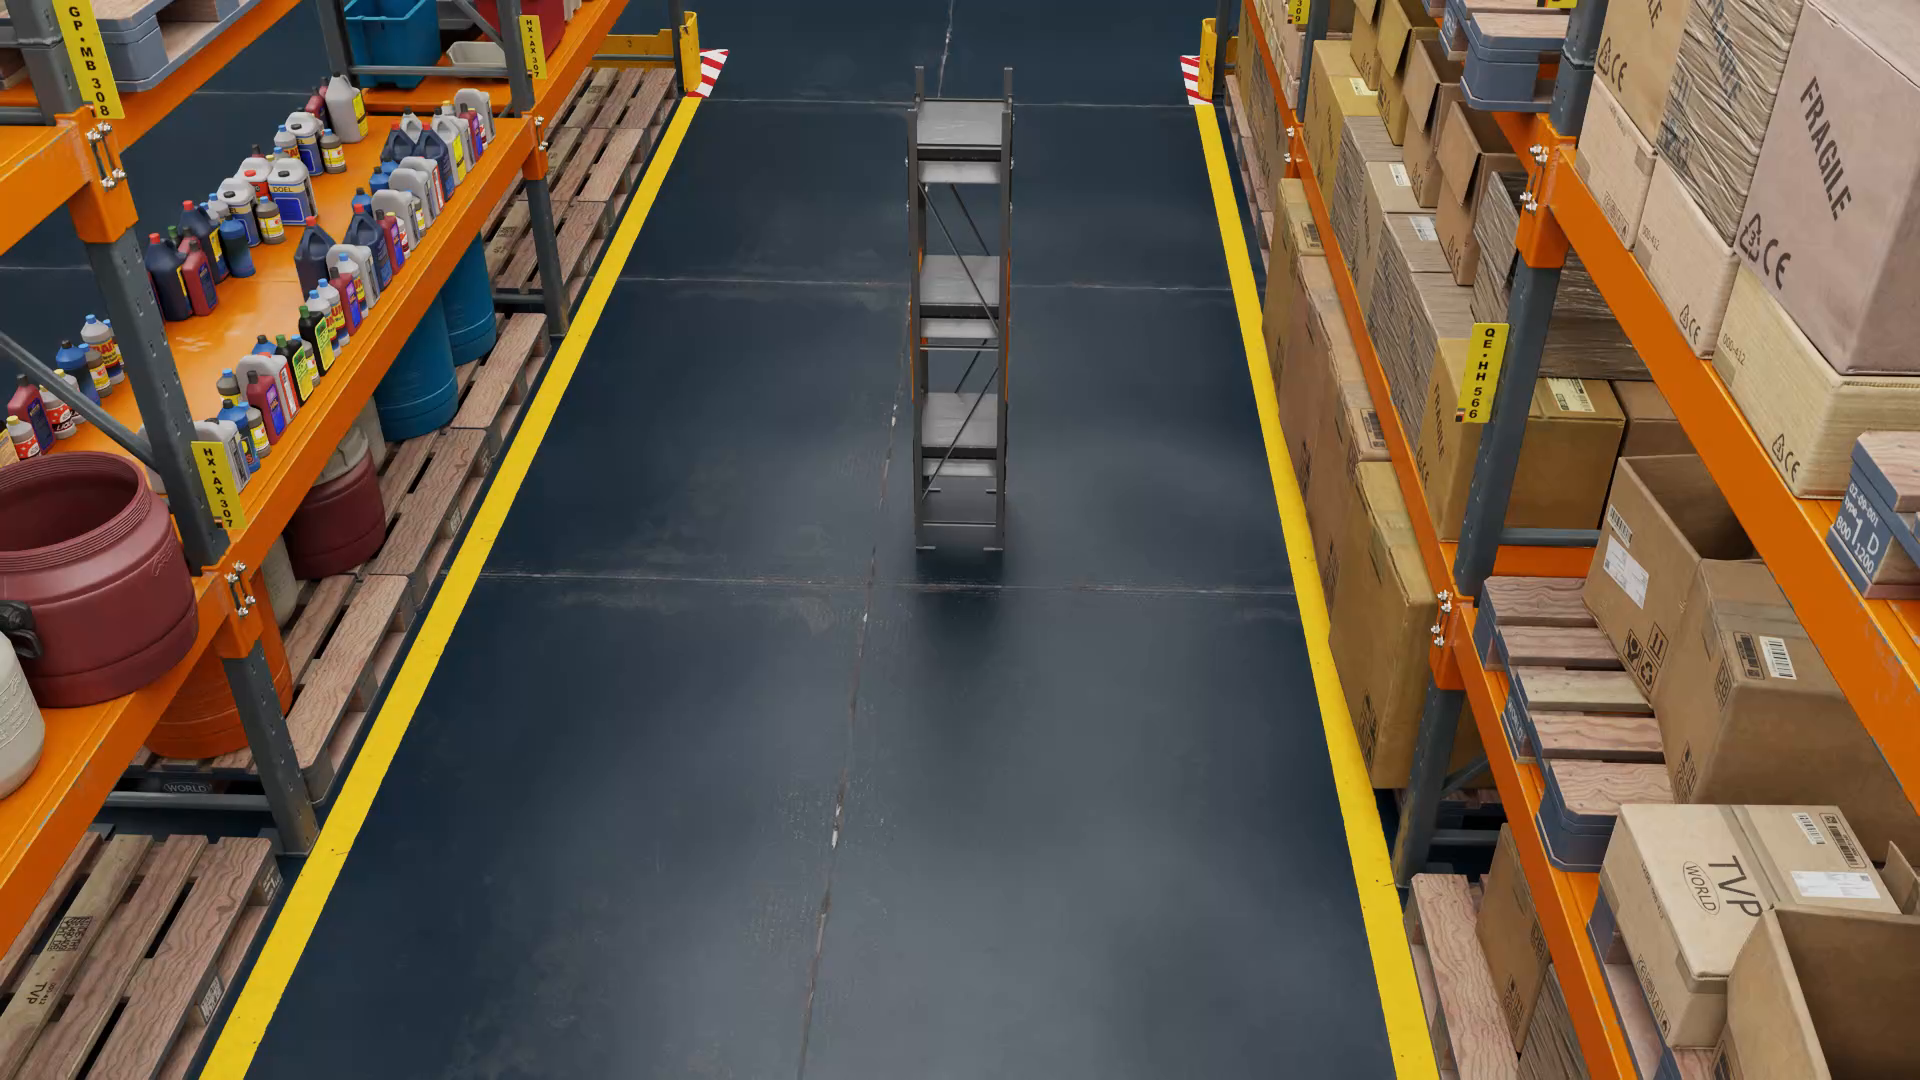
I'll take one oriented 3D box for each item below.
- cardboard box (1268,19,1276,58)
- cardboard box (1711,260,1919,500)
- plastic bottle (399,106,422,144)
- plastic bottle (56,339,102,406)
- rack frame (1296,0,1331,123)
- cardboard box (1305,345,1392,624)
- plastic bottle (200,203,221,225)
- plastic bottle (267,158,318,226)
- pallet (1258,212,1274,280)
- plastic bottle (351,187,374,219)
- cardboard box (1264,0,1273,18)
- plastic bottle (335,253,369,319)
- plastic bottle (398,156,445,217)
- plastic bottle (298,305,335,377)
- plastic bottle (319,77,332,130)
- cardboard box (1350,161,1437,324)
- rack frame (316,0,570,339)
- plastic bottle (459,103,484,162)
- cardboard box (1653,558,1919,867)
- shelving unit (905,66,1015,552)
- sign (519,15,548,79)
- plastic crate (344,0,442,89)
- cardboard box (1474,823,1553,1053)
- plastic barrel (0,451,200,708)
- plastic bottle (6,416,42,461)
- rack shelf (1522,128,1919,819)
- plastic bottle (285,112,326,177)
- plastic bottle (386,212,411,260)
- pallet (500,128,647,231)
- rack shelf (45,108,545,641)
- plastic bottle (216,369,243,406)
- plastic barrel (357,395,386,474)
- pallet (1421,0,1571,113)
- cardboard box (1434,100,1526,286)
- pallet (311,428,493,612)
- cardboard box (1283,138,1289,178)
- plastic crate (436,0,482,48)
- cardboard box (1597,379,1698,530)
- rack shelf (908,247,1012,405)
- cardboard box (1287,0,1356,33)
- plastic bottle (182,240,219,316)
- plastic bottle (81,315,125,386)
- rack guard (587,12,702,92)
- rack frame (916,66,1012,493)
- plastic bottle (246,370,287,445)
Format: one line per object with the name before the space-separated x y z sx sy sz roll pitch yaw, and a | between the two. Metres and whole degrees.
cardboard box | 1.942 -2.818 9.369 0.380 0.149 0.250 2 35 3
cardboard box | 1.761 -0.308 3.101 0.500 0.250 0.500 2 35 3
plastic bottle | -2.576 -1.856 7.826 0.144 0.351 0.185 1 35 2
plastic bottle | -3.253 -0.611 6.122 0.097 0.271 0.097 0 35 0
rack frame | 2.227 -2.295 8.406 1.000 3.000 0.127 1 35 2
cardboard box | 2.158 -0.207 6.918 1.225 0.875 0.875 1 35 2
plastic bottle | -3.204 -1.312 7.120 0.097 0.271 0.097 0 35 0
plastic bottle | -3.007 -1.566 7.477 0.152 0.276 0.135 1 35 2
pallet | 2.335 -1.589 9.827 1.003 0.211 1.213 1 35 2
plastic bottle | -2.590 -1.404 7.252 0.097 0.271 0.097 0 35 0
cardboard box | 2.021 -3.205 9.574 0.500 0.250 0.500 2 35 3
plastic bottle | -2.464 -1.029 6.717 0.097 0.271 0.097 0 35 0
plastic bottle | -2.450 -1.625 7.561 0.152 0.276 0.135 1 35 2
plastic bottle | -2.464 -0.779 6.351 0.061 0.283 0.133 1 35 2
plastic bottle | -3.163 -2.160 8.317 0.061 0.283 0.133 1 35 2
cardboard box | 1.903 -1.204 6.767 0.500 0.500 0.500 2 35 3
rack frame | -2.722 -2.409 8.569 1.000 3.000 0.127 1 35 2
plastic bottle | -2.379 -1.993 8.079 0.061 0.283 0.133 1 35 2
cardboard box | 2.162 0.425 4.084 0.700 0.500 0.500 6 36 9
shelving unit | 0.007 -0.954 7.282 0.431 2.100 0.503 1 35 2
sign | -2.173 -2.508 8.470 0.100 0.325 0.005 1 35 2
plastic crate | -3.044 -2.703 8.949 0.392 0.384 0.575 1 35 2
cardboard box | 2.059 1.232 5.180 0.700 0.500 0.500 0 35 -1
plastic barrel | -2.599 0.107 4.871 0.600 0.536 0.708 1 35 2
plastic bottle | -3.270 -0.338 5.795 0.097 0.201 0.097 0 35 0
rack shelf | 1.986 0.220 2.846 1.077 0.370 4.000 1 35 2
plastic bottle | -3.136 -1.891 7.940 0.152 0.276 0.135 1 35 2
plastic bottle | -2.442 -1.316 7.187 0.097 0.201 0.097 0 35 0
pallet | -2.685 -2.394 10.973 1.003 0.211 1.213 1 35 2
rack shelf | -2.803 -0.966 7.141 1.077 0.370 4.000 1 35 2
plastic bottle | -2.649 -0.529 6.066 0.097 0.201 0.097 0 35 0
plastic barrel | -2.902 -0.522 7.682 0.421 0.512 0.421 0 35 0
pallet | 2.039 -1.518 4.856 1.213 0.211 1.003 3 35 4
cardboard box | 2.140 -1.242 5.949 0.797 0.503 0.637 2 35 3
pallet | -2.841 -0.123 7.741 1.003 0.211 1.213 1 35 2
cardboard box | 2.333 -1.974 9.433 0.875 0.875 0.875 1 35 2
plastic crate | -2.946 -2.970 9.555 0.437 0.125 0.590 1 35 2
cardboard box | 2.357 -0.310 5.496 0.500 0.500 0.500 2 35 3
rack shelf | 0.007 -0.943 7.289 0.431 0.518 0.480 1 35 2
cardboard box | 1.978 -2.932 8.533 0.500 0.500 0.500 2 35 3
plastic bottle | -3.096 -1.065 6.758 0.061 0.283 0.133 1 35 2
plastic bottle | -3.245 -0.723 6.281 0.097 0.271 0.097 0 35 0
rack guard | -2.574 -3.699 12.578 1.175 0.500 0.348 1 35 2
rack frame | 0.016 -1.094 7.481 0.400 2.100 0.015 1 35 2
plastic bottle | -2.484 -0.492 5.943 0.061 0.283 0.133 1 35 2
